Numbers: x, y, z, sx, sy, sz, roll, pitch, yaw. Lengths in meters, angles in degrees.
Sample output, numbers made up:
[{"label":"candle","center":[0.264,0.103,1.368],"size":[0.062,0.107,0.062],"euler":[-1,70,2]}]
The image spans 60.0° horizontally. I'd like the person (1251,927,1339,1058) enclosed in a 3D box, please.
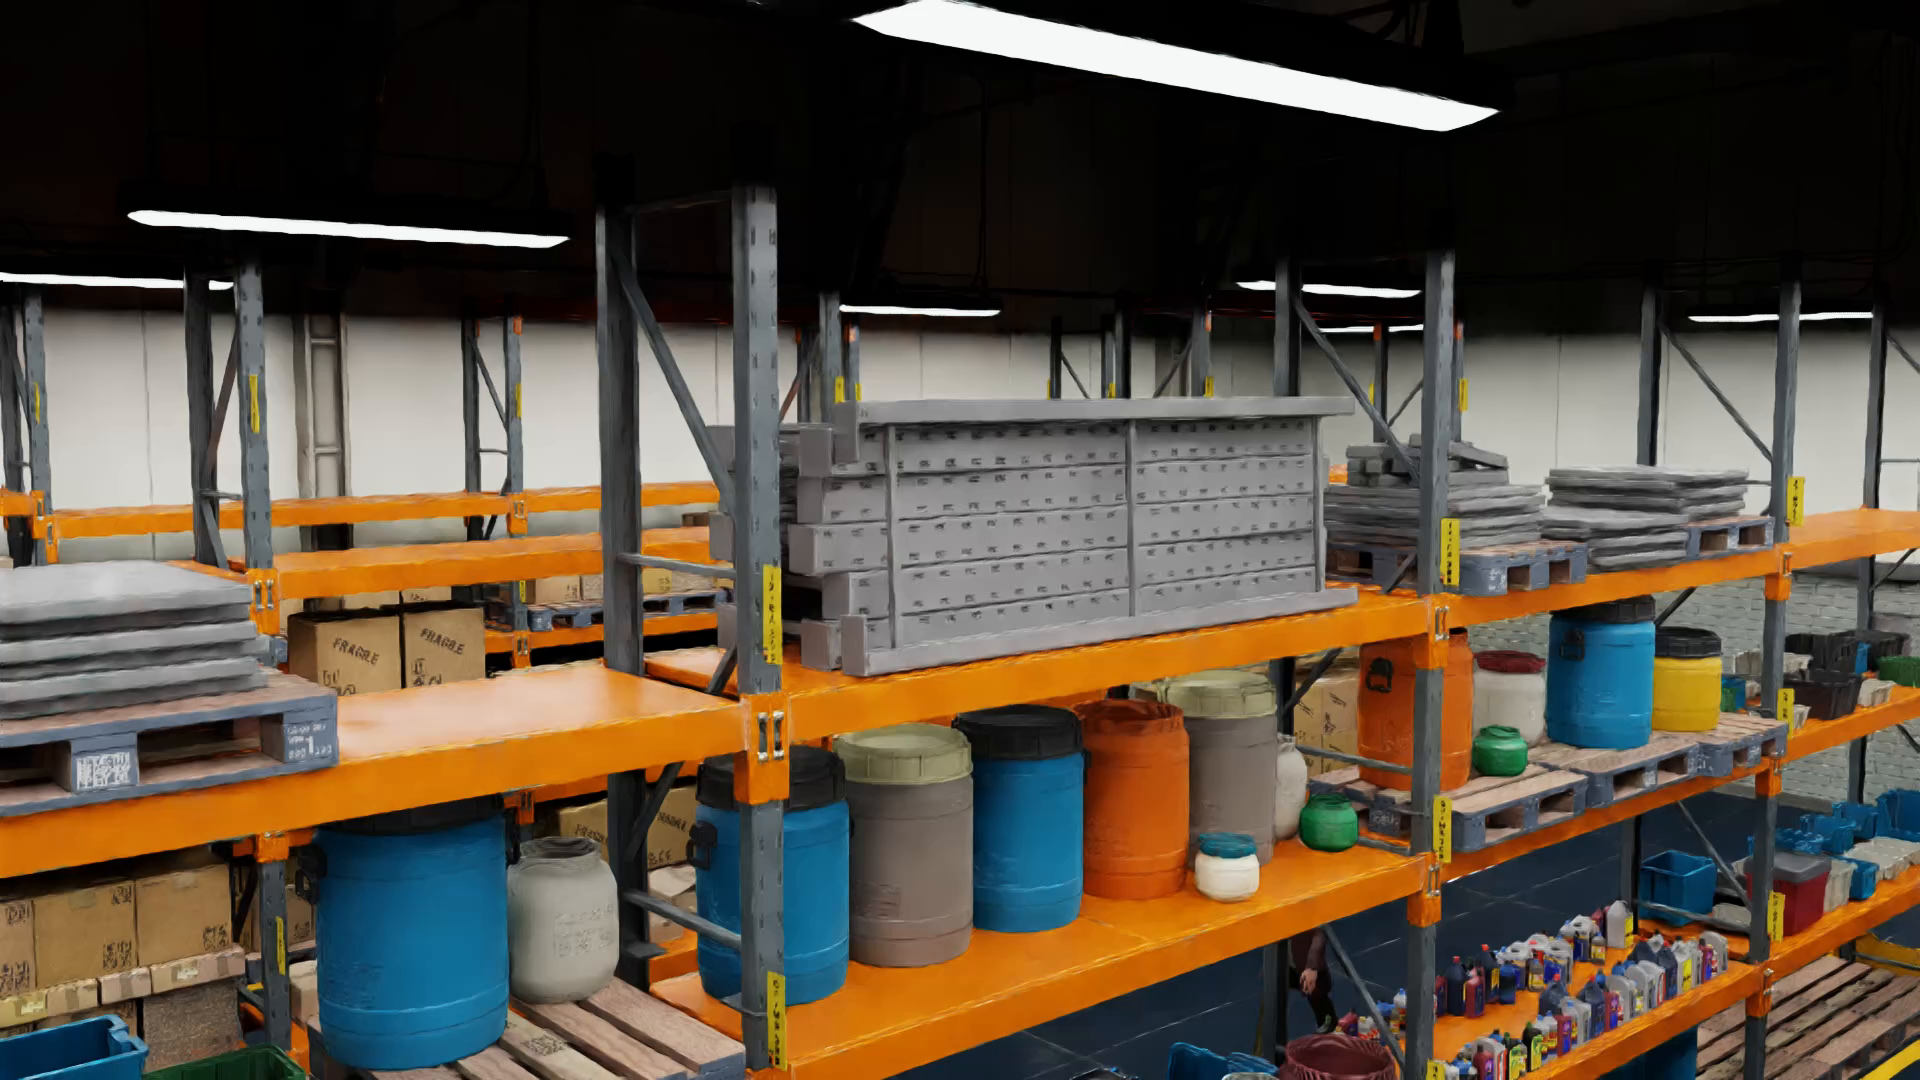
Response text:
[{"label":"person","center":[2.517,3.128,12.439],"size":[1.111,1.725,0.600],"euler":[-5,7,-42]}]
